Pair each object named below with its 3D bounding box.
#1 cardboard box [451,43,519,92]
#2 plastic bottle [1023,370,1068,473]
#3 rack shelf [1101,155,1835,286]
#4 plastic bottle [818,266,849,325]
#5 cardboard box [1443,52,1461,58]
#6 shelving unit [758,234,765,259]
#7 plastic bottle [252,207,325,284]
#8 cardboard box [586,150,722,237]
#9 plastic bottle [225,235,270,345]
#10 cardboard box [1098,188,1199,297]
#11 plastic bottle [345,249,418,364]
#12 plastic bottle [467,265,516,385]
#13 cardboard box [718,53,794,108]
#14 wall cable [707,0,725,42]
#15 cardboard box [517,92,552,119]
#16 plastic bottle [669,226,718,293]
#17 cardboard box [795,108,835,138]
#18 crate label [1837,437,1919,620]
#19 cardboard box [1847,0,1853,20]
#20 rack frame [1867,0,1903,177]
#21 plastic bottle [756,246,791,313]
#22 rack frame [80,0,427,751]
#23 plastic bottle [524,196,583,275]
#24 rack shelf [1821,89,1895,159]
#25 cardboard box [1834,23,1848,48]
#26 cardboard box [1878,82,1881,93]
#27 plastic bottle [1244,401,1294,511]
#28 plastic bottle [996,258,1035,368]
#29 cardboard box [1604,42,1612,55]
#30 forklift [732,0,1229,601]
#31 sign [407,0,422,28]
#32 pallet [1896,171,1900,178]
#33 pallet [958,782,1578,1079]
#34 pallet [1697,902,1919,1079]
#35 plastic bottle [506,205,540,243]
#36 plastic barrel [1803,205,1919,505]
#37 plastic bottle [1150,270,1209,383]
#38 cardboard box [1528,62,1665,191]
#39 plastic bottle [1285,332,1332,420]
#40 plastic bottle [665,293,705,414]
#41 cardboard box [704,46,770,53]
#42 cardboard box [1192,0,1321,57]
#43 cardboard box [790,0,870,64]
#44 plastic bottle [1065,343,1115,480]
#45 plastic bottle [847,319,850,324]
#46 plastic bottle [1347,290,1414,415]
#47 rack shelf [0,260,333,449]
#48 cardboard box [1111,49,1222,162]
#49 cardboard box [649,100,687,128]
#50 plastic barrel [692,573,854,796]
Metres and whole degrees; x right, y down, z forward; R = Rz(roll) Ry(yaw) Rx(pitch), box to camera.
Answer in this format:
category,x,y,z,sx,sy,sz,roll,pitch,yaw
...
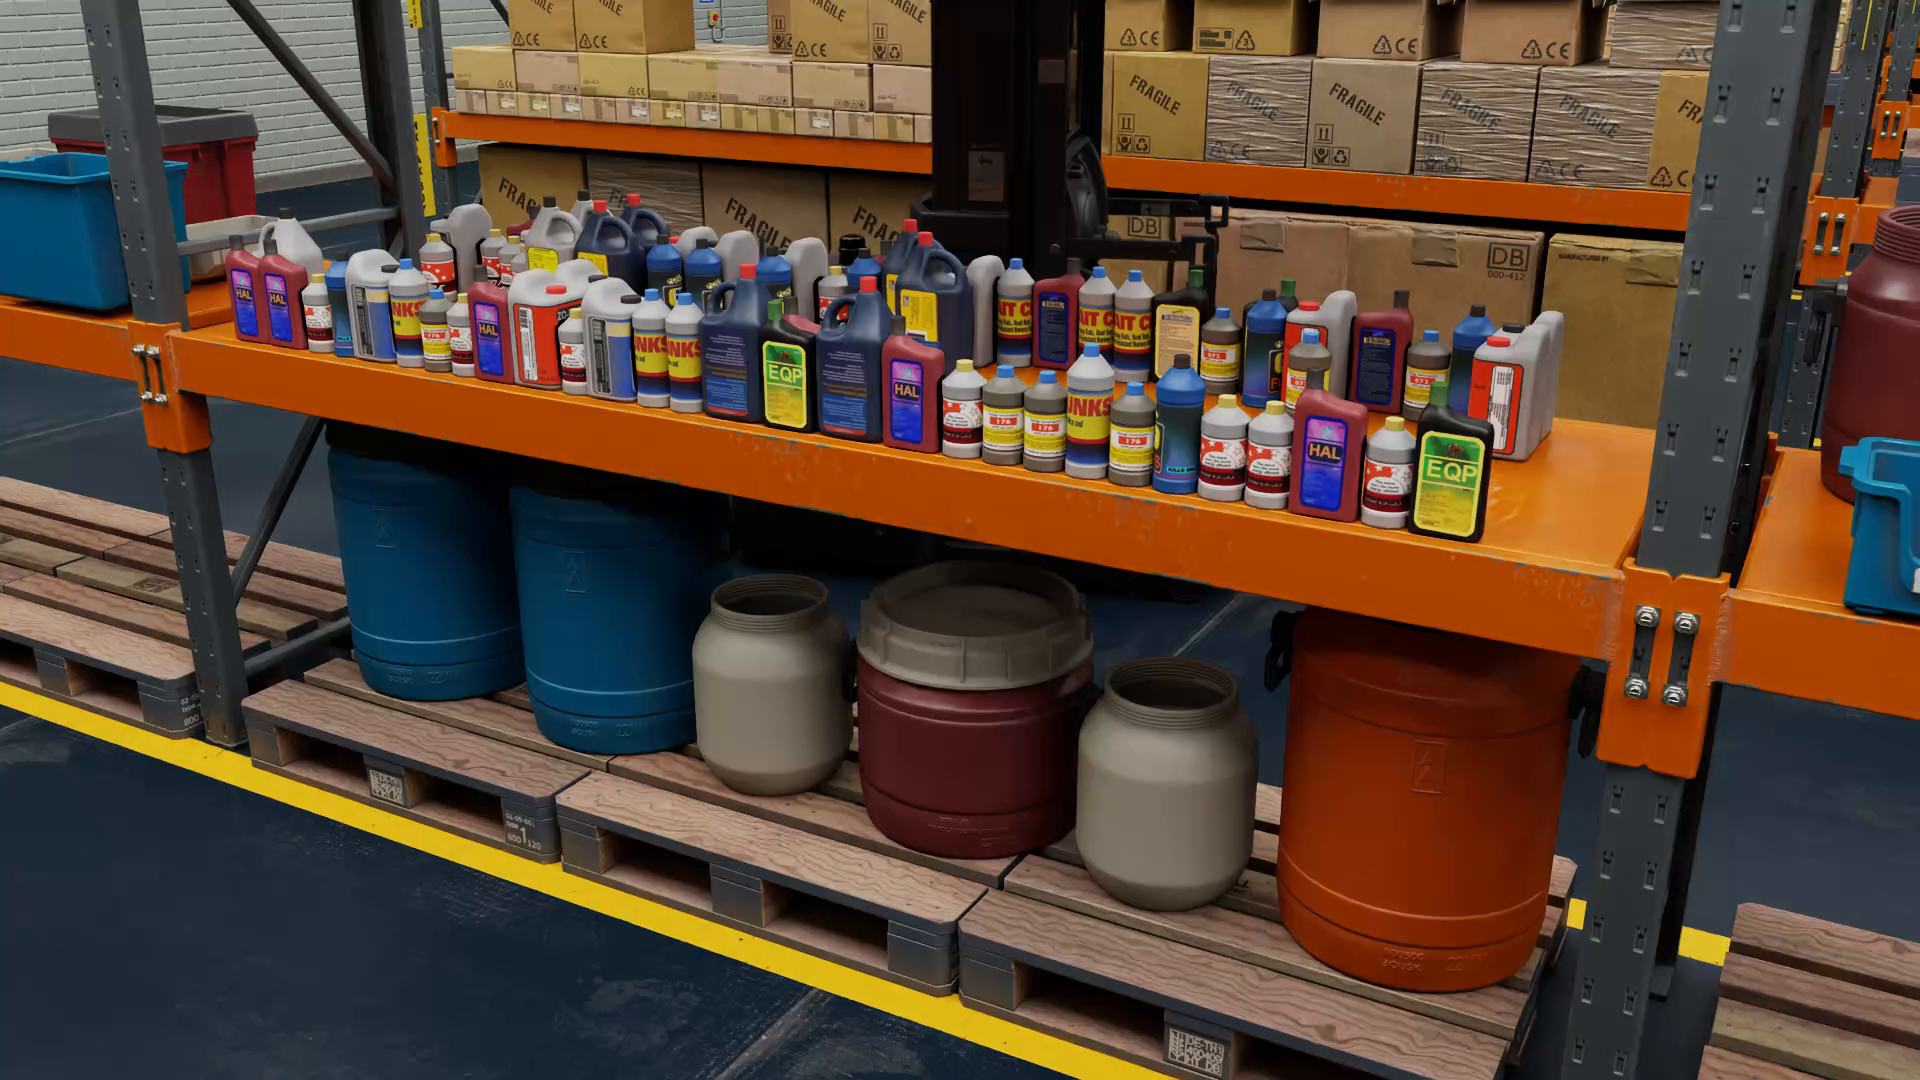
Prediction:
category,x,y,z,sx,sy,sz,roll,pitch,yaw
cardboard box,-2.822,-2.972,10.443,0.500,0.250,0.500,10,22,26
plastic bottle,0.180,-0.249,3.443,0.097,0.201,0.097,0,20,0
rack shelf,2.129,-1.727,8.282,4.000,0.370,1.077,11,23,27
plastic bottle,-0.337,-0.644,4.532,0.097,0.201,0.097,0,20,0
cardboard box,2.247,-2.194,8.369,0.500,0.500,0.500,11,23,27
shelving unit,-1.077,-0.681,6.983,0.503,1.200,0.258,9,22,23
plastic bottle,-1.848,-0.738,4.574,0.185,0.351,0.144,11,23,27
cardboard box,-1.717,-2.028,10.556,0.875,0.875,0.875,11,23,27
plastic bottle,-1.921,-0.680,4.513,0.133,0.283,0.061,11,23,27
cardboard box,0.951,-1.496,9.090,0.875,0.875,1.225,11,23,27
plastic bottle,-1.495,-0.614,4.340,0.135,0.276,0.152,11,23,27
plastic bottle,-1.145,-0.533,4.106,0.133,0.283,0.061,11,23,27
cardboard box,-1.029,-2.632,9.507,0.500,0.250,0.500,11,23,28
wall cable,-3.210,-7.436,21.430,0.123,1.953,0.585,11,23,27
cardboard box,-2.512,-2.703,10.286,0.250,0.149,0.380,10,22,26
plastic bottle,-0.772,-0.751,4.718,0.135,0.276,0.152,11,23,27
cardboard box,-0.717,-2.361,9.343,0.250,0.149,0.380,11,23,28
crate label,1.644,0.002,2.705,0.416,0.233,0.303,11,23,27
cardboard box,6.069,-3.686,11.509,0.250,0.149,0.380,11,23,27
rack frame,8.708,-4.683,15.375,0.127,3.000,1.000,11,23,27
plastic bottle,-0.496,-0.648,4.440,0.097,0.271,0.097,0,20,0
rack frame,-2.033,-0.923,5.011,0.127,3.000,1.000,11,23,27
plastic bottle,-1.141,-0.802,4.749,0.185,0.351,0.144,11,23,27
rack shelf,4.636,-3.187,12.306,4.000,0.370,1.077,11,23,27
cardboard box,5.729,-3.358,11.040,0.250,0.149,0.380,11,23,28
cardboard box,10.651,-5.190,19.823,0.500,0.500,0.500,12,23,29
plastic bottle,0.605,-0.168,3.220,0.097,0.201,0.097,0,20,0
plastic bottle,0.143,-0.585,4.268,0.097,0.271,0.097,0,20,0
cardboard box,4.610,-3.432,11.679,0.250,0.149,0.380,12,23,29
forklift,0.669,-1.347,6.280,3.031,2.935,1.130,4,20,11
sign,-3.385,-3.343,10.296,0.005,0.325,0.100,11,23,27
pallet,9.389,-3.241,15.491,1.213,0.211,1.003,11,23,27
pallet,0.751,0.934,3.980,1.213,0.211,1.003,11,23,27
pallet,2.117,1.193,3.266,1.213,0.211,1.003,11,23,27
plastic bottle,-1.307,-0.874,5.047,0.133,0.283,0.061,11,23,27
plastic barrel,2.012,-0.335,3.190,0.708,0.536,0.600,11,23,27
plastic bottle,0.539,-0.522,4.078,0.133,0.283,0.061,11,23,27
cardboard box,2.891,-1.872,7.481,0.500,0.500,0.500,11,22,27
plastic bottle,0.791,-0.369,3.776,0.097,0.201,0.097,0,20,0
plastic bottle,-0.631,-0.436,3.857,0.097,0.271,0.097,0,20,0
cardboard box,-1.213,-2.876,10.179,0.500,0.250,0.500,11,23,27
cardboard box,1.538,-2.695,8.278,0.637,0.503,0.797,11,23,28
cardboard box,-0.584,-2.901,9.148,0.500,0.500,0.500,11,23,28
plastic bottle,0.265,-0.266,3.387,0.097,0.271,0.097,0,20,0
plastic bottle,-0.191,-0.407,3.760,0.133,0.283,0.061,11,23,27
plastic bottle,0.975,-0.440,3.849,0.133,0.283,0.061,11,23,27
rack shelf,-3.779,-0.918,6.051,4.000,0.370,1.077,11,23,27
cardboard box,1.102,-2.210,8.413,0.500,0.500,0.500,11,23,27
cardboard box,-1.617,-2.532,9.815,0.250,0.149,0.380,10,22,26
plastic barrel,-0.499,0.383,4.444,0.421,0.512,0.421,0,20,0
